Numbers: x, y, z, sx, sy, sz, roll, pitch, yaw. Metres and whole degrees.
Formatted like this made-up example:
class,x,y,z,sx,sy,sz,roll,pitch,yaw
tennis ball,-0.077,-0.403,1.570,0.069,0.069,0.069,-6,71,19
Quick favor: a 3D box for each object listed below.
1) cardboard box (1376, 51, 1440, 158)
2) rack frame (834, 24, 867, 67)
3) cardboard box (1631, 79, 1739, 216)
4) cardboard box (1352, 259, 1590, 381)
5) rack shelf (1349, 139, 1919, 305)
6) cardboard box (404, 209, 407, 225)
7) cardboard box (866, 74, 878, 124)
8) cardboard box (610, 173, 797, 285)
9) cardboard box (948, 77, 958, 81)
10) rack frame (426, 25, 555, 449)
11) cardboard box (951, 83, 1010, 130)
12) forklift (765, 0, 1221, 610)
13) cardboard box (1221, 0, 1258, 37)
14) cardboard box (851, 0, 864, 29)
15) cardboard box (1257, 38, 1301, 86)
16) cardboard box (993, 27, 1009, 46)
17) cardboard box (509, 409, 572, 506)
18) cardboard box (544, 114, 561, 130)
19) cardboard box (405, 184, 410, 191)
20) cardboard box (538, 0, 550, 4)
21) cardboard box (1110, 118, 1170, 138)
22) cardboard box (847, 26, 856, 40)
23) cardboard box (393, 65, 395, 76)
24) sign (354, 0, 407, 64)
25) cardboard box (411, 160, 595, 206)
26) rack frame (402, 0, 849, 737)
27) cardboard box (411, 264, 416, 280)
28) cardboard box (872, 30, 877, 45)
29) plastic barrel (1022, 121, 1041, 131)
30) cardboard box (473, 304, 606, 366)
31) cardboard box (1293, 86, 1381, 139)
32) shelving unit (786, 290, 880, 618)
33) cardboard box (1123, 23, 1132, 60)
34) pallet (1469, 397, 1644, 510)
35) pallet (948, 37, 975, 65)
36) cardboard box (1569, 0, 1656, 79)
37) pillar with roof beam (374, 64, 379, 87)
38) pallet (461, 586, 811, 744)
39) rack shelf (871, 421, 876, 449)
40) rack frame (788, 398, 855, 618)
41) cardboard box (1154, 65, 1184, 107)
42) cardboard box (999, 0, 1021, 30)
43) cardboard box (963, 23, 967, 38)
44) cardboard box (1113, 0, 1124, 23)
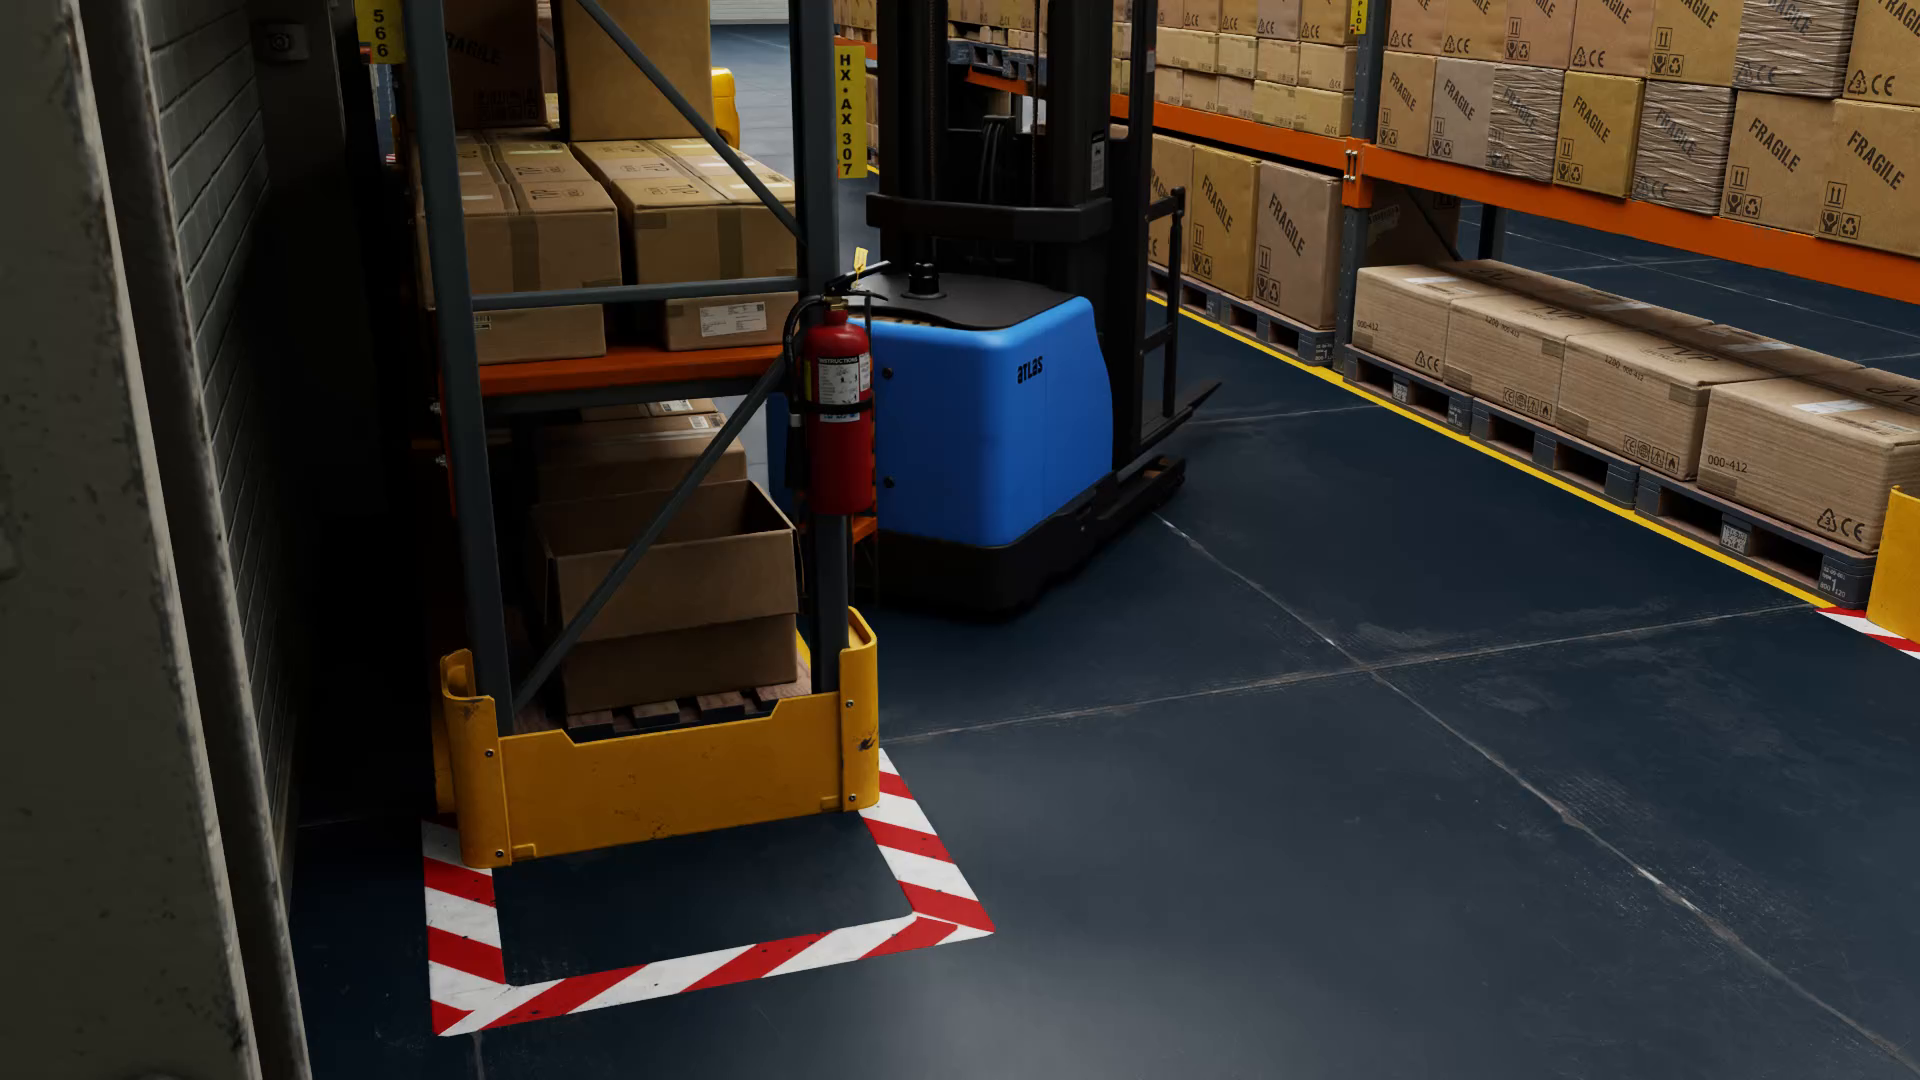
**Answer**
class,x,y,z,sx,sy,sz,roll,pitch,yaw
cardboard box,2.551,-2.297,8.726,0.500,0.500,0.500,-6,21,-15
rack frame,-1.119,-6.279,19.960,1.000,3.000,0.127,-6,21,-17
cardboard box,3.192,-1.645,6.911,0.500,0.500,0.500,-6,21,-16
cardboard box,2.748,-1.207,9.009,0.875,0.438,0.875,-7,21,-18
rack shelf,3.281,-1.448,7.574,1.077,0.370,4.000,-6,21,-17
cardboard box,-3.314,-1.880,10.789,0.500,0.500,0.500,-6,21,-17
cardboard box,-0.802,-4.911,18.488,0.500,0.500,0.500,-6,21,-16
cardboard box,-0.688,-0.860,4.654,0.500,0.250,0.500,-6,21,-17
cardboard box,0.063,-4.986,17.739,0.380,0.149,0.250,-6,20,-15
rack frame,-2.058,-1.900,7.768,1.000,3.000,0.127,-6,21,-17
cardboard box,0.209,-4.470,17.261,0.500,0.500,0.500,-5,20,-15
forklift,0.364,-1.583,6.988,1.130,2.935,3.031,10,22,25
cardboard box,1.963,-3.392,10.297,0.500,0.500,0.500,-6,21,-16
cardboard box,-0.906,-5.955,18.471,0.500,0.500,0.500,-7,21,-18
cardboard box,2.119,-2.868,9.946,0.500,0.250,0.500,-6,21,-16
cardboard box,0.507,-4.360,14.369,0.380,0.149,0.250,-7,21,-19
cardboard box,-1.461,-0.455,6.823,0.700,0.500,0.500,-7,21,-19
cardboard box,-1.351,-1.511,6.467,0.500,0.250,0.500,-7,21,-18
cardboard box,-3.390,-2.221,10.780,0.380,0.149,0.250,-6,21,-15
cardboard box,-2.627,-2.925,9.849,0.797,0.503,0.637,-7,21,-18
cardboard box,1.534,-2.679,12.459,0.875,0.875,0.875,-7,21,-18
cardboard box,-1.074,-5.770,18.916,0.380,0.149,0.250,-6,21,-16
cardboard box,-3.867,-3.393,12.146,0.500,0.250,0.500,-7,21,-18
sign,-1.334,-1.257,3.798,0.100,0.325,0.005,-6,21,-17
cardboard box,-1.359,-0.970,4.962,0.500,0.250,0.500,-6,21,-17
rack frame,-0.801,-0.616,4.194,1.000,3.000,0.127,-6,21,-17
cardboard box,-2.641,-1.207,8.916,0.500,0.500,0.500,-7,21,-19
cardboard box,-0.742,-5.438,17.990,0.380,0.149,0.250,-6,21,-17
plastic barrel,0.967,-4.565,18.998,0.512,0.421,0.421,8,21,20
cardboard box,-1.160,-0.576,4.453,0.380,0.149,0.250,-7,21,-18
cardboard box,2.272,-2.475,9.591,0.500,0.250,0.500,-7,21,-18
shelving unit,-0.455,-0.294,5.954,0.258,1.200,0.189,9,23,24
cardboard box,1.482,-3.522,11.766,0.500,0.250,0.500,-6,21,-16
pallet,3.204,-0.471,7.916,1.003,0.211,1.213,-6,21,-17
pallet,0.240,-4.644,15.693,1.003,0.211,1.213,-6,21,-17
cardboard box,3.032,-2.277,7.191,0.500,0.500,0.500,-7,21,-18
pillar with roof beam,-6.152,-12.563,28.581,9.100,9.000,0.400,-6,21,-17
pallet,-1.077,0.416,5.445,1.003,0.211,1.213,-6,21,-17
rack shelf,-0.455,-0.365,5.927,0.258,0.103,0.180,9,23,24
rack frame,-0.494,-0.264,5.877,0.240,1.200,0.006,9,23,24
cardboard box,1.648,-3.125,11.403,0.500,0.250,0.500,-6,21,-15
cardboard box,0.656,-4.539,13.908,0.500,0.500,0.500,-8,21,-21
cardboard box,0.244,-4.700,15.315,0.380,0.149,0.250,-5,20,-14
cardboard box,1.318,-4.045,12.114,0.500,0.500,0.500,-7,21,-19
